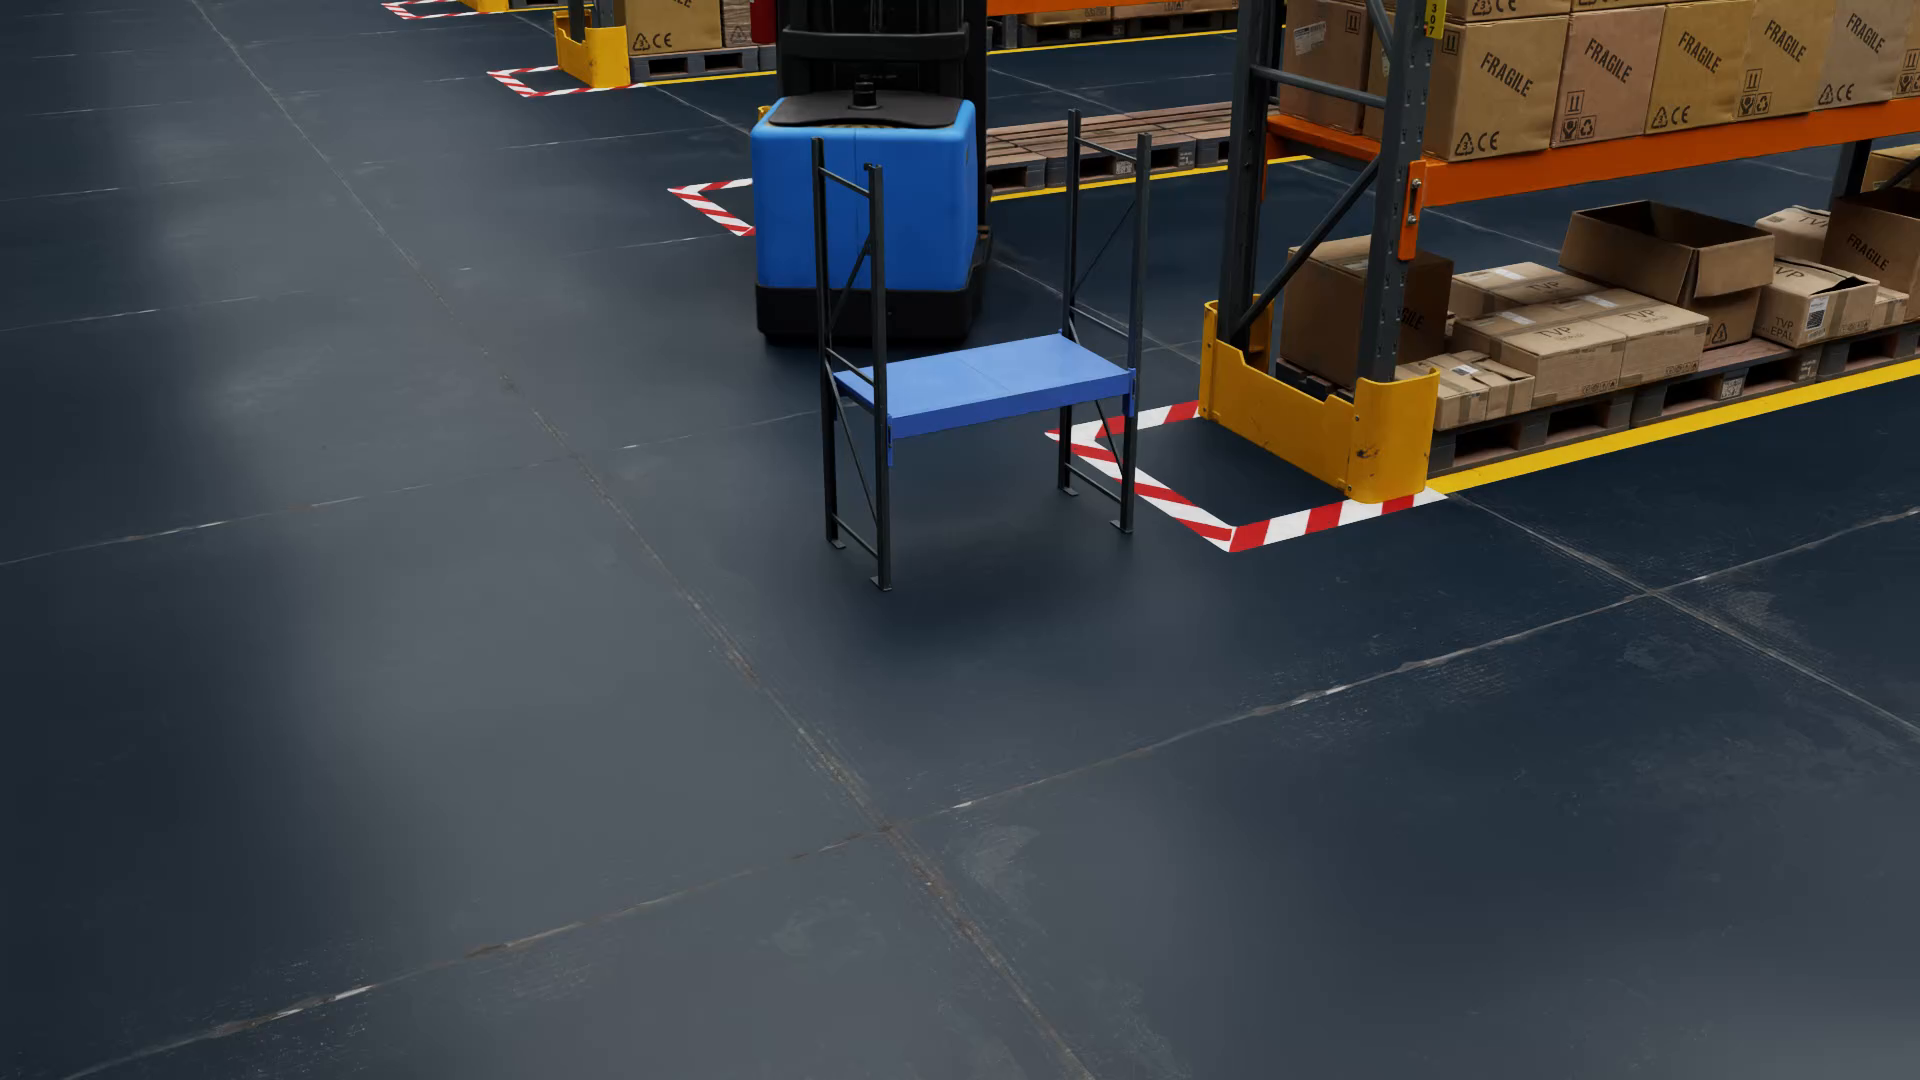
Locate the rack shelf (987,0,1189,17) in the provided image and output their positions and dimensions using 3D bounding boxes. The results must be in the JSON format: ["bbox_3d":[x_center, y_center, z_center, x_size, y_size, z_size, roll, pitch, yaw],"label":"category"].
[{"bbox_3d":[0.836,-3.702,11.326,4.000,0.370,1.077,-13,29,-25],"label":"rack shelf"}]

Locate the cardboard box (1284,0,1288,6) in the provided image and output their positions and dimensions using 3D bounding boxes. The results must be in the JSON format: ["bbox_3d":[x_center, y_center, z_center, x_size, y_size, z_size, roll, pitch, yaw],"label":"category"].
[{"bbox_3d":[3.181,-6.239,17.748,0.875,0.875,1.225,-14,29,-27],"label":"cardboard box"}]

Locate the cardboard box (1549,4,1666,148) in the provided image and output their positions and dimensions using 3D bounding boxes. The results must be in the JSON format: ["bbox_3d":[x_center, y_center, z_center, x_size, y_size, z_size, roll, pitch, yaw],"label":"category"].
[{"bbox_3d":[2.367,-1.868,6.560,0.500,0.500,0.500,-13,29,-26],"label":"cardboard box"}]

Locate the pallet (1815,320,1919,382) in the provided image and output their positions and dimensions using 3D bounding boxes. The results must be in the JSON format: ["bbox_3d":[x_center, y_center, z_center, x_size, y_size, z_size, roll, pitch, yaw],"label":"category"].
[{"bbox_3d":[4.322,-1.144,8.390,1.213,0.211,1.003,-13,29,-25],"label":"pallet"}]

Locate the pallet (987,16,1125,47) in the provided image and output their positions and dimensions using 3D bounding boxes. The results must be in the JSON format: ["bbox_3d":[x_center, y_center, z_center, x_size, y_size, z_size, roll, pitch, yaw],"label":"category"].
[{"bbox_3d":[0.916,-5.254,16.949,1.213,0.211,1.003,-13,29,-25],"label":"pallet"}]

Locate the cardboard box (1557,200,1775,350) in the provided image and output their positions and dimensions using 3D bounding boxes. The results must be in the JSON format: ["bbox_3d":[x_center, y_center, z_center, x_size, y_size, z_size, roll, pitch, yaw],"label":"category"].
[{"bbox_3d":[3.273,-1.229,7.721,0.637,0.503,0.797,-13,29,-25],"label":"cardboard box"}]

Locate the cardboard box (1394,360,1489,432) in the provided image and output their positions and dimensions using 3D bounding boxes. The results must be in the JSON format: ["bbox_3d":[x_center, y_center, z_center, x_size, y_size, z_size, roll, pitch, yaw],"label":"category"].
[{"bbox_3d":[1.930,-0.593,6.806,0.250,0.149,0.380,-13,29,-25],"label":"cardboard box"}]

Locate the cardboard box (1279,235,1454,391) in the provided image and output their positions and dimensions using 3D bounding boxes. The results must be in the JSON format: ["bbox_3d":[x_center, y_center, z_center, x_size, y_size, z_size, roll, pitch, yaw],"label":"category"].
[{"bbox_3d":[1.763,-1.003,7.252,0.500,0.500,0.500,-13,29,-25],"label":"cardboard box"}]

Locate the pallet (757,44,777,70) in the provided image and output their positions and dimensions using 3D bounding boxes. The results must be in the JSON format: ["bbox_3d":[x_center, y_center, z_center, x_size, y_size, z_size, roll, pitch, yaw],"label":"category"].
[{"bbox_3d":[-1.515,-4.693,15.780,1.213,0.211,1.003,-13,29,-25],"label":"pallet"}]

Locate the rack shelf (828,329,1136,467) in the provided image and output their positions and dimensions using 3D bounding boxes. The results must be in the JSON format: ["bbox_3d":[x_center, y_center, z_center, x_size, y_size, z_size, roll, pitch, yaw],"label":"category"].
[{"bbox_3d":[0.075,-0.531,6.039,1.000,0.185,0.538,-13,29,-25],"label":"rack shelf"}]

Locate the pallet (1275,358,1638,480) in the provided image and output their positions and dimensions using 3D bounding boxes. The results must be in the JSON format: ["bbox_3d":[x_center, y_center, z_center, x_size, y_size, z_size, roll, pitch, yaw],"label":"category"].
[{"bbox_3d":[2.169,-0.647,7.355,1.213,0.211,1.003,-13,29,-25],"label":"pallet"}]

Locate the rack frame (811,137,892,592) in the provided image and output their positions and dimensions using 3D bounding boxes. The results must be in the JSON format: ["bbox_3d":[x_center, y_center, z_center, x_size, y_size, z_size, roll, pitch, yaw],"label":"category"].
[{"bbox_3d":[-0.373,-0.590,5.746,0.032,1.500,0.500,-13,29,-25],"label":"rack frame"}]

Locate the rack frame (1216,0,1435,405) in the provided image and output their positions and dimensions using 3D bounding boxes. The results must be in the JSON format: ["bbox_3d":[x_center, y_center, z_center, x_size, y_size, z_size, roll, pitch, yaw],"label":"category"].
[{"bbox_3d":[1.399,-1.726,6.380,0.127,3.000,1.000,-13,29,-25],"label":"rack frame"}]

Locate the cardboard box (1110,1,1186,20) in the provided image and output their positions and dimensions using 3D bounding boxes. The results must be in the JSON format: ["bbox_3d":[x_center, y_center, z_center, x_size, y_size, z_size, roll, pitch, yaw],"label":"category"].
[{"bbox_3d":[1.613,-5.877,16.994,0.875,0.875,1.225,-14,29,-27],"label":"cardboard box"}]

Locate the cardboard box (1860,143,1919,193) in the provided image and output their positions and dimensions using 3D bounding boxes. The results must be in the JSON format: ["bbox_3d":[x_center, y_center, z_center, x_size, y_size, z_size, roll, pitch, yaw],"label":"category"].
[{"bbox_3d":[5.229,-1.822,8.960,0.500,0.500,0.500,-13,29,-25],"label":"cardboard box"}]

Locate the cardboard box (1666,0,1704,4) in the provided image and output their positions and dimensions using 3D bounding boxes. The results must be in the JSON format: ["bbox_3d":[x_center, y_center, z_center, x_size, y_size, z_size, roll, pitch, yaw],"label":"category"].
[{"bbox_3d":[2.816,-2.421,6.556,0.500,0.500,0.500,-13,28,-24],"label":"cardboard box"}]

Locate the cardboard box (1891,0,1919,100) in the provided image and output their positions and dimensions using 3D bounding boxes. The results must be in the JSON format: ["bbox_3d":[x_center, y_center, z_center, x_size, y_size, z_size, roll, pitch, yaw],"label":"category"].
[{"bbox_3d":[4.154,-2.281,7.419,0.500,0.500,0.500,-12,28,-24],"label":"cardboard box"}]

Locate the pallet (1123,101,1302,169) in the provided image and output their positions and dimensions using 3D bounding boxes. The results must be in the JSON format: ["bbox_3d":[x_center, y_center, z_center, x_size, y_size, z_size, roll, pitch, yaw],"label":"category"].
[{"bbox_3d":[1.970,-3.012,12.279,1.213,0.211,1.003,-13,29,-25],"label":"pallet"}]

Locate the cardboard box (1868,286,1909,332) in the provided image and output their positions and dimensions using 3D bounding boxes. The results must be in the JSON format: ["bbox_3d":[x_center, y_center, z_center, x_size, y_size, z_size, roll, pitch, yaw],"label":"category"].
[{"bbox_3d":[4.256,-1.130,7.924,0.250,0.149,0.380,-13,29,-25],"label":"cardboard box"}]

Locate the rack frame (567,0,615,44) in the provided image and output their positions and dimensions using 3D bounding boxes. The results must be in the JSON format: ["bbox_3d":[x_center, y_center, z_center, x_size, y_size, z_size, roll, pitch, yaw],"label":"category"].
[{"bbox_3d":[-3.259,-5.510,14.261,0.127,3.000,1.000,-13,29,-25],"label":"rack frame"}]

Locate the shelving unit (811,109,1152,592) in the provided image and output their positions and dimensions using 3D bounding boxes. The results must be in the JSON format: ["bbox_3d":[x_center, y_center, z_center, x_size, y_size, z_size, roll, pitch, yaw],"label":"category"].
[{"bbox_3d":[0.075,-0.693,5.962,1.048,1.500,0.538,-13,29,-25],"label":"shelving unit"}]

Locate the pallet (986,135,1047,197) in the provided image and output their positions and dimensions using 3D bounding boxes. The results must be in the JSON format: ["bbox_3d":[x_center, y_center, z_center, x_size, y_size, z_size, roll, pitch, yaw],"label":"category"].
[{"bbox_3d":[-0.183,-2.515,11.244,1.213,0.211,1.003,-13,29,-25],"label":"pallet"}]

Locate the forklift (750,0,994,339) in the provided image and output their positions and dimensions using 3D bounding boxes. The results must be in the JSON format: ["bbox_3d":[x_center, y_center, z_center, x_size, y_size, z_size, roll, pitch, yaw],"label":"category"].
[{"bbox_3d":[-0.382,-2.906,8.916,1.130,2.935,3.031,2,26,4],"label":"forklift"}]

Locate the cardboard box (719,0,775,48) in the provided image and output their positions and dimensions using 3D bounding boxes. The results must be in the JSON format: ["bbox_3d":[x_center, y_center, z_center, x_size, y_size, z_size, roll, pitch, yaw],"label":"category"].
[{"bbox_3d":[-1.929,-5.088,15.351,0.875,0.875,0.875,-13,29,-25],"label":"cardboard box"}]

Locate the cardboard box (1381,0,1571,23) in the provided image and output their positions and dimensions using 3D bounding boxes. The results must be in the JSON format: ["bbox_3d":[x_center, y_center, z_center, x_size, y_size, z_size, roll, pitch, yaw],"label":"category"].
[{"bbox_3d":[1.915,-2.212,6.120,0.500,0.500,0.500,-12,28,-24],"label":"cardboard box"}]

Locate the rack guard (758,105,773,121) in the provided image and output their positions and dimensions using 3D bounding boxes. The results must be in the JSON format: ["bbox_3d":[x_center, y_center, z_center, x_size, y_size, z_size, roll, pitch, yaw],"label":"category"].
[{"bbox_3d":[-0.944,-2.482,10.842,0.348,0.500,1.175,-13,29,-25],"label":"rack guard"}]

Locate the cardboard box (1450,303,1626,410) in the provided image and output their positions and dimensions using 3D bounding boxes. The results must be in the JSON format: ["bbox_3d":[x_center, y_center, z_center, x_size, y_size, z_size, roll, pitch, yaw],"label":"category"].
[{"bbox_3d":[2.453,-0.789,7.097,0.500,0.250,0.500,-13,29,-25],"label":"cardboard box"}]

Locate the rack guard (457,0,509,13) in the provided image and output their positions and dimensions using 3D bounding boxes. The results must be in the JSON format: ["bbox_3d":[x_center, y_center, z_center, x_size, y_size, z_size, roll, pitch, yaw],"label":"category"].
[{"bbox_3d":[-5.437,-6.314,18.823,0.348,0.500,1.175,-13,29,-25],"label":"rack guard"}]

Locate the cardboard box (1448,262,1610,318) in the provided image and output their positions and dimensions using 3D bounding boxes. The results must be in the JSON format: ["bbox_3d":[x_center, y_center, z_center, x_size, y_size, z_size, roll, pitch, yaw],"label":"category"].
[{"bbox_3d":[2.615,-1.072,7.686,0.500,0.250,0.500,-13,29,-25],"label":"cardboard box"}]

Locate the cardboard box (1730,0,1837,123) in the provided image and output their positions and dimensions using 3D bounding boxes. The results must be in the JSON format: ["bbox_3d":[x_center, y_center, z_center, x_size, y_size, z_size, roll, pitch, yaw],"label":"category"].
[{"bbox_3d":[3.253,-2.070,6.981,0.500,0.500,0.500,-13,28,-24],"label":"cardboard box"}]

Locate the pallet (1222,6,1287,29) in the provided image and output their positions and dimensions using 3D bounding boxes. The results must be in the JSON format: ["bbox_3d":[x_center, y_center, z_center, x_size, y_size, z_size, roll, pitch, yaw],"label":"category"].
[{"bbox_3d":[3.068,-5.751,17.984,1.213,0.211,1.003,-13,29,-25],"label":"pallet"}]

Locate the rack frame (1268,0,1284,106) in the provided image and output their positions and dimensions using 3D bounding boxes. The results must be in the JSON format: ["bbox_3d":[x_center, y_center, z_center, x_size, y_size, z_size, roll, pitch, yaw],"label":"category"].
[{"bbox_3d":[2.601,-4.433,12.018,0.127,3.000,1.000,-13,29,-25],"label":"rack frame"}]
